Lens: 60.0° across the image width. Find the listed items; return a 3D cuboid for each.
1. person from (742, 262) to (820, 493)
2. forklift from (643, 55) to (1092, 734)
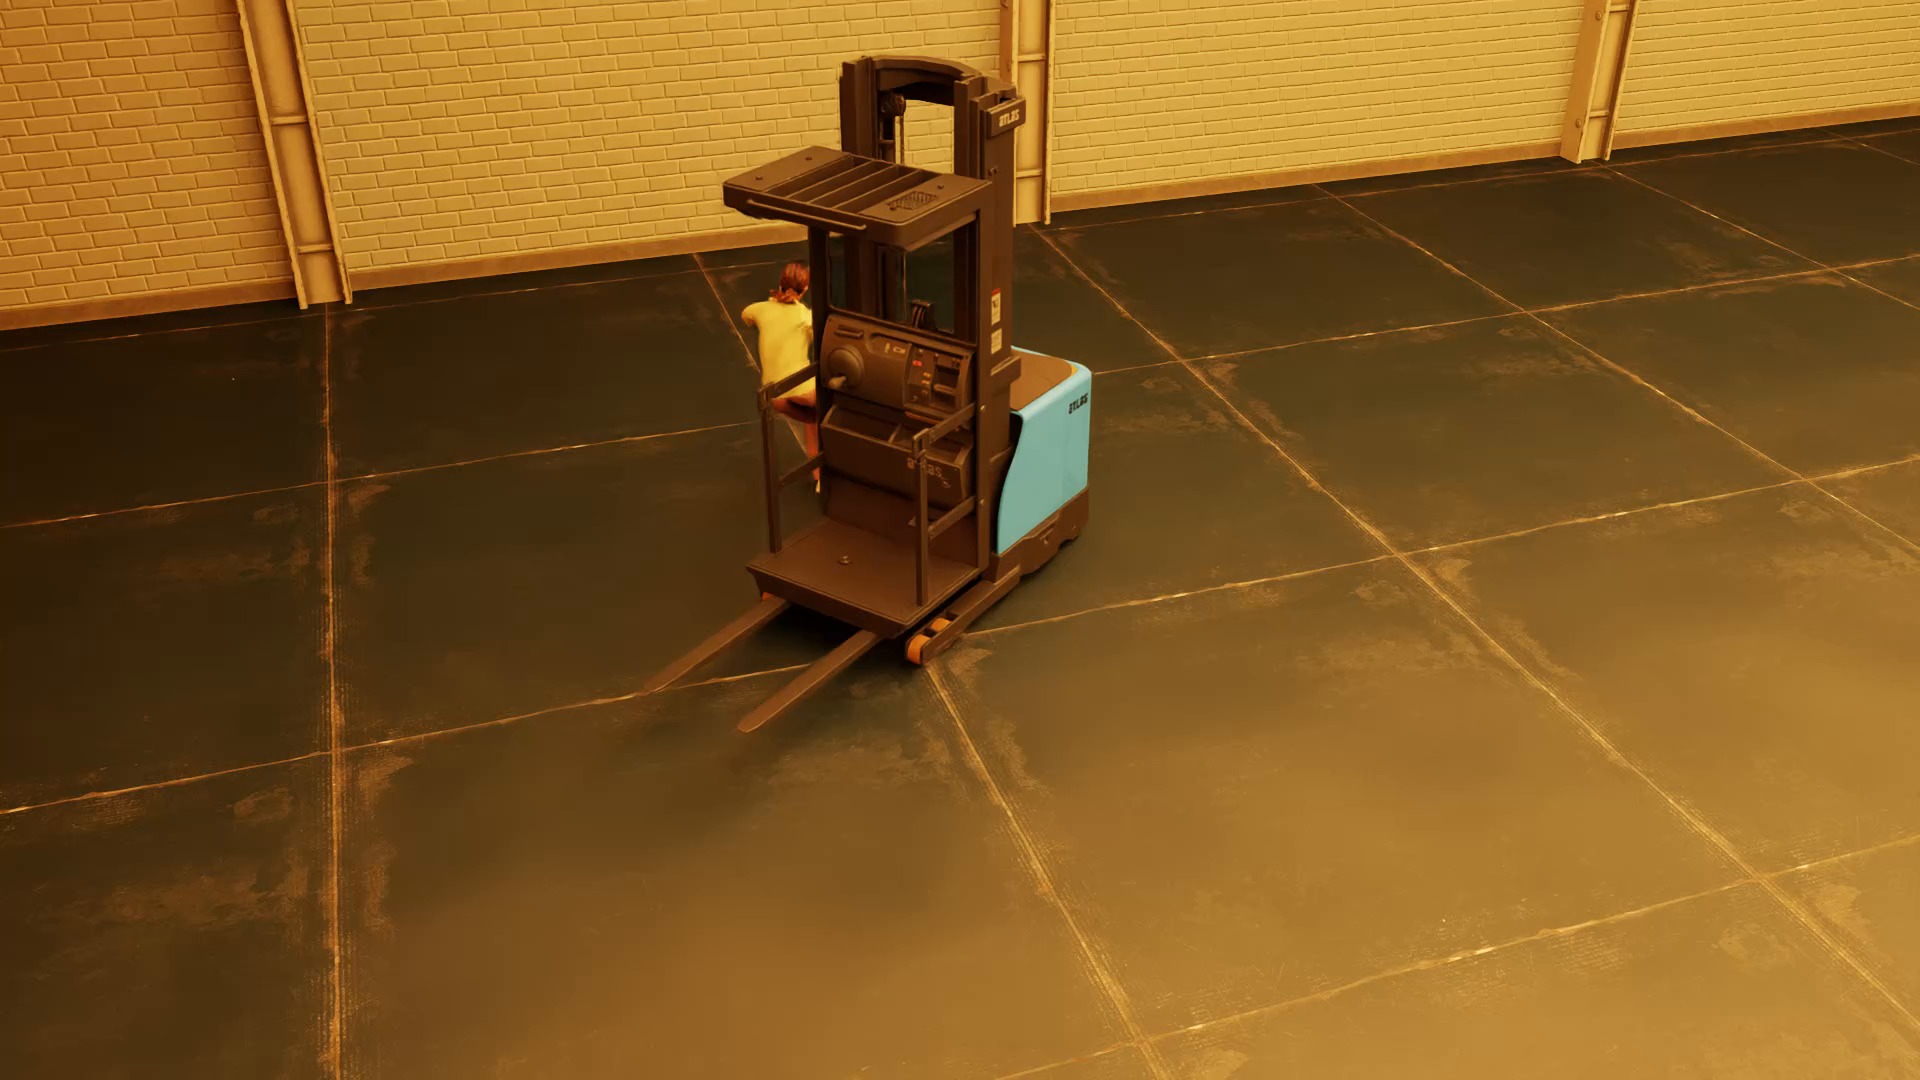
[{"bbox_3d":[-0.847,-1.050,10.430,1.100,1.431,0.828,7,31,11],"label":"person"},{"bbox_3d":[-0.460,-0.870,8.599,1.130,2.935,3.031,19,35,29],"label":"forklift"}]
